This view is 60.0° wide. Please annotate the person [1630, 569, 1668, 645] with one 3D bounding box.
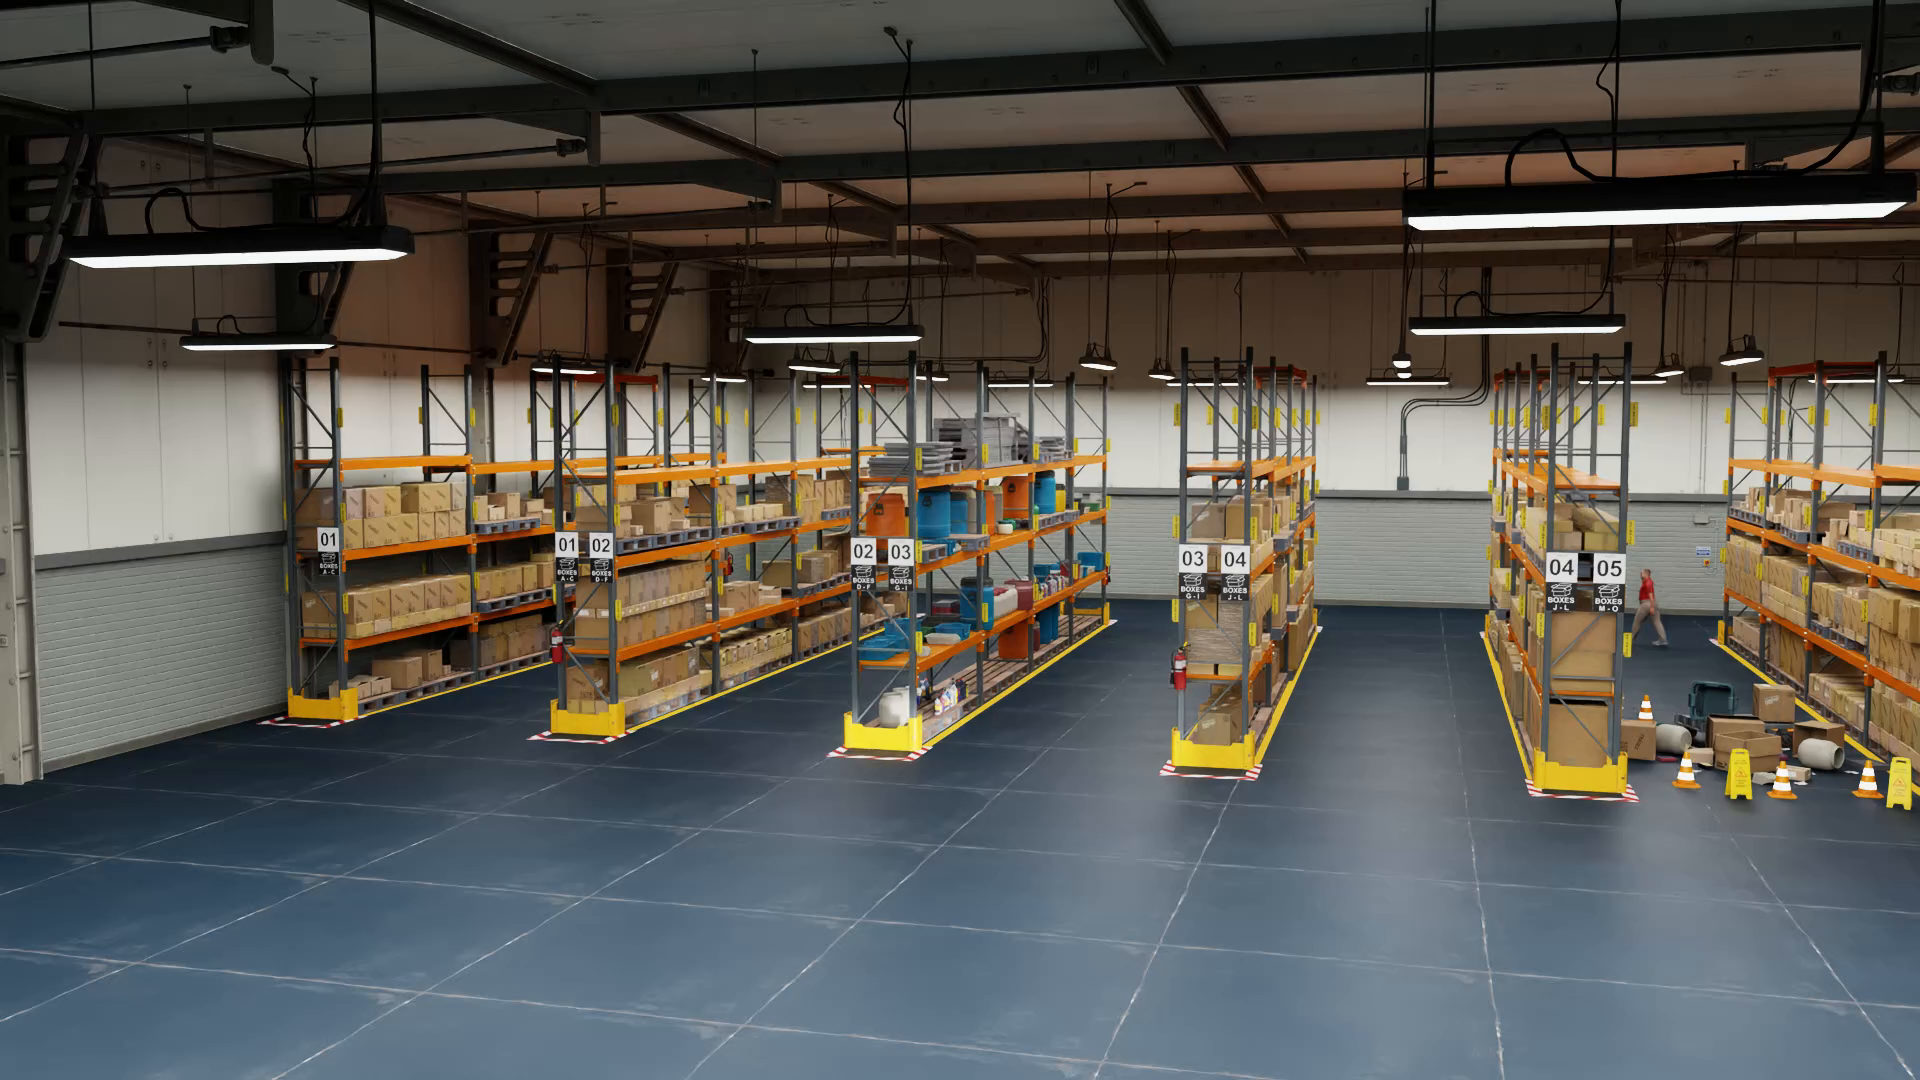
[{"bbox_3d":[15.131,1.453,36.664,0.499,1.656,1.027,-3,5,-37],"label":"person"}]
